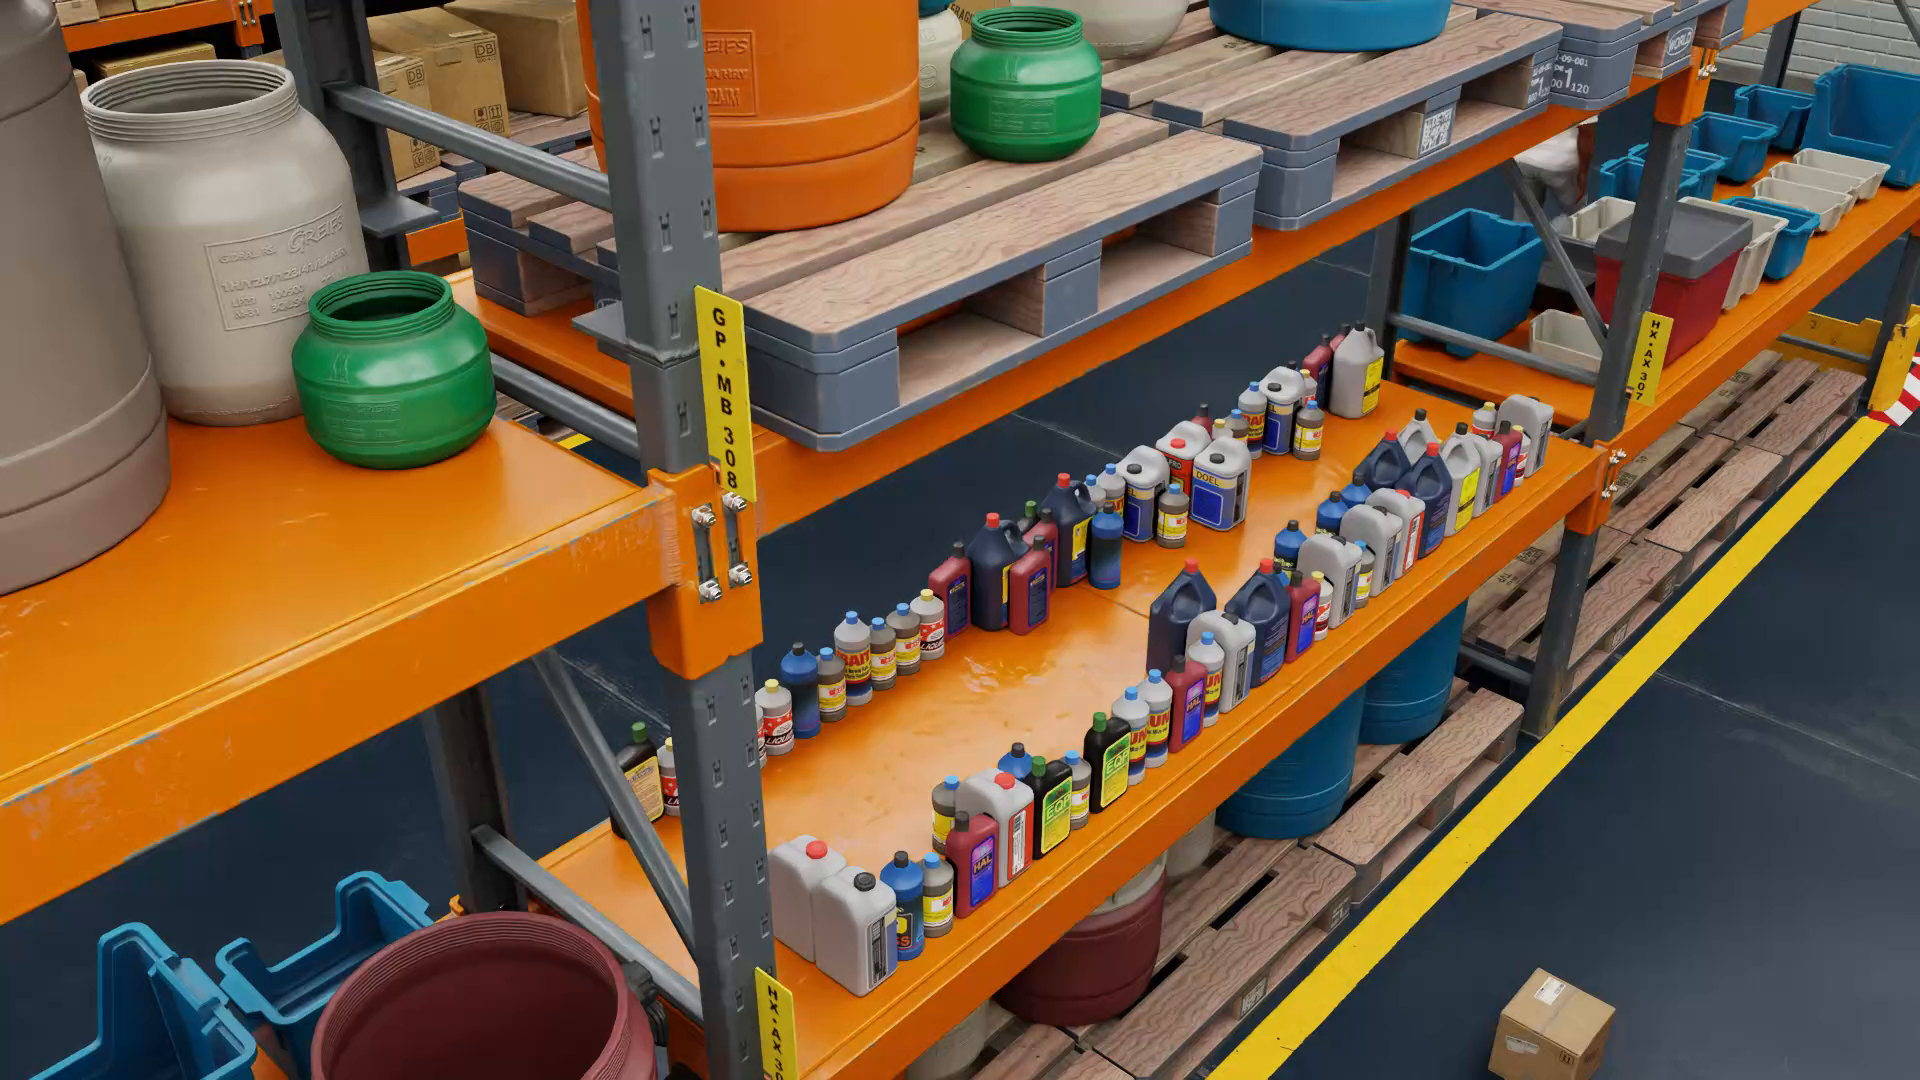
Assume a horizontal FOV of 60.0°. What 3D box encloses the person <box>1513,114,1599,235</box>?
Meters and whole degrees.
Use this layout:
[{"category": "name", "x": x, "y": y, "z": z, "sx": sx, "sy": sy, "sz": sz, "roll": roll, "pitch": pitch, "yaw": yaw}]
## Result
[{"category": "person", "x": 3.454, "y": -2.230, "z": 9.751, "sx": 0.578, "sy": 1.761, "sz": 0.488, "roll": 25, "pitch": 39, "yaw": 35}]
